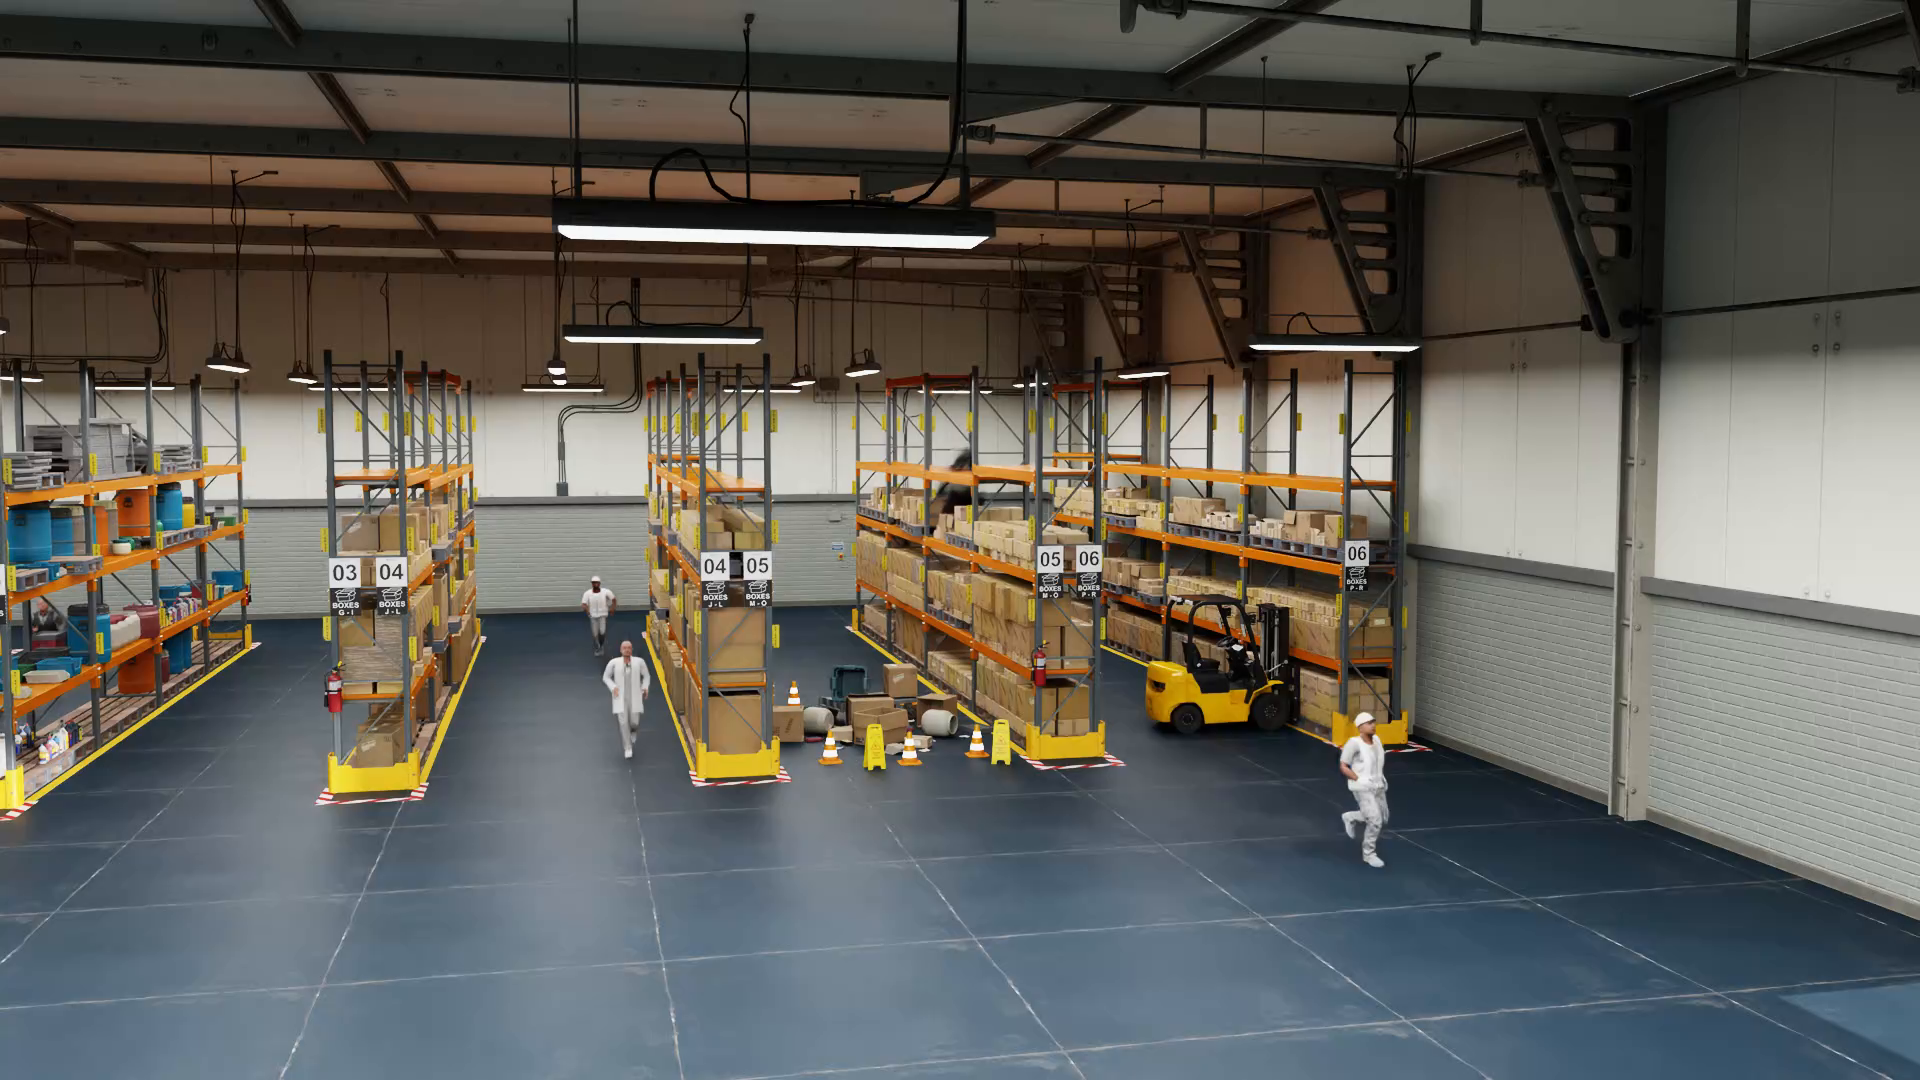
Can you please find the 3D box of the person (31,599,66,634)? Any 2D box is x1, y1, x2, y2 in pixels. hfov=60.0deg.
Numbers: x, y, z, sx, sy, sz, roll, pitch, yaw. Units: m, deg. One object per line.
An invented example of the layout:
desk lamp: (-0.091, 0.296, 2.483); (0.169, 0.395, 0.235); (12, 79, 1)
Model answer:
person: (-17.166, 1.961, 31.184); (0.662, 1.696, 0.960); (-1, 4, -19)

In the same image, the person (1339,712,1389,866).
person: (4.612, 2.826, 19.054); (0.702, 1.721, 0.672); (-4, 5, -42)

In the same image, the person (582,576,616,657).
person: (-7.779, 1.648, 35.757); (0.712, 1.729, 0.639); (0, 4, -5)

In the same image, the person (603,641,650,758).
person: (-5.053, 2.392, 25.209); (0.705, 1.739, 0.632); (-1, 4, -14)
